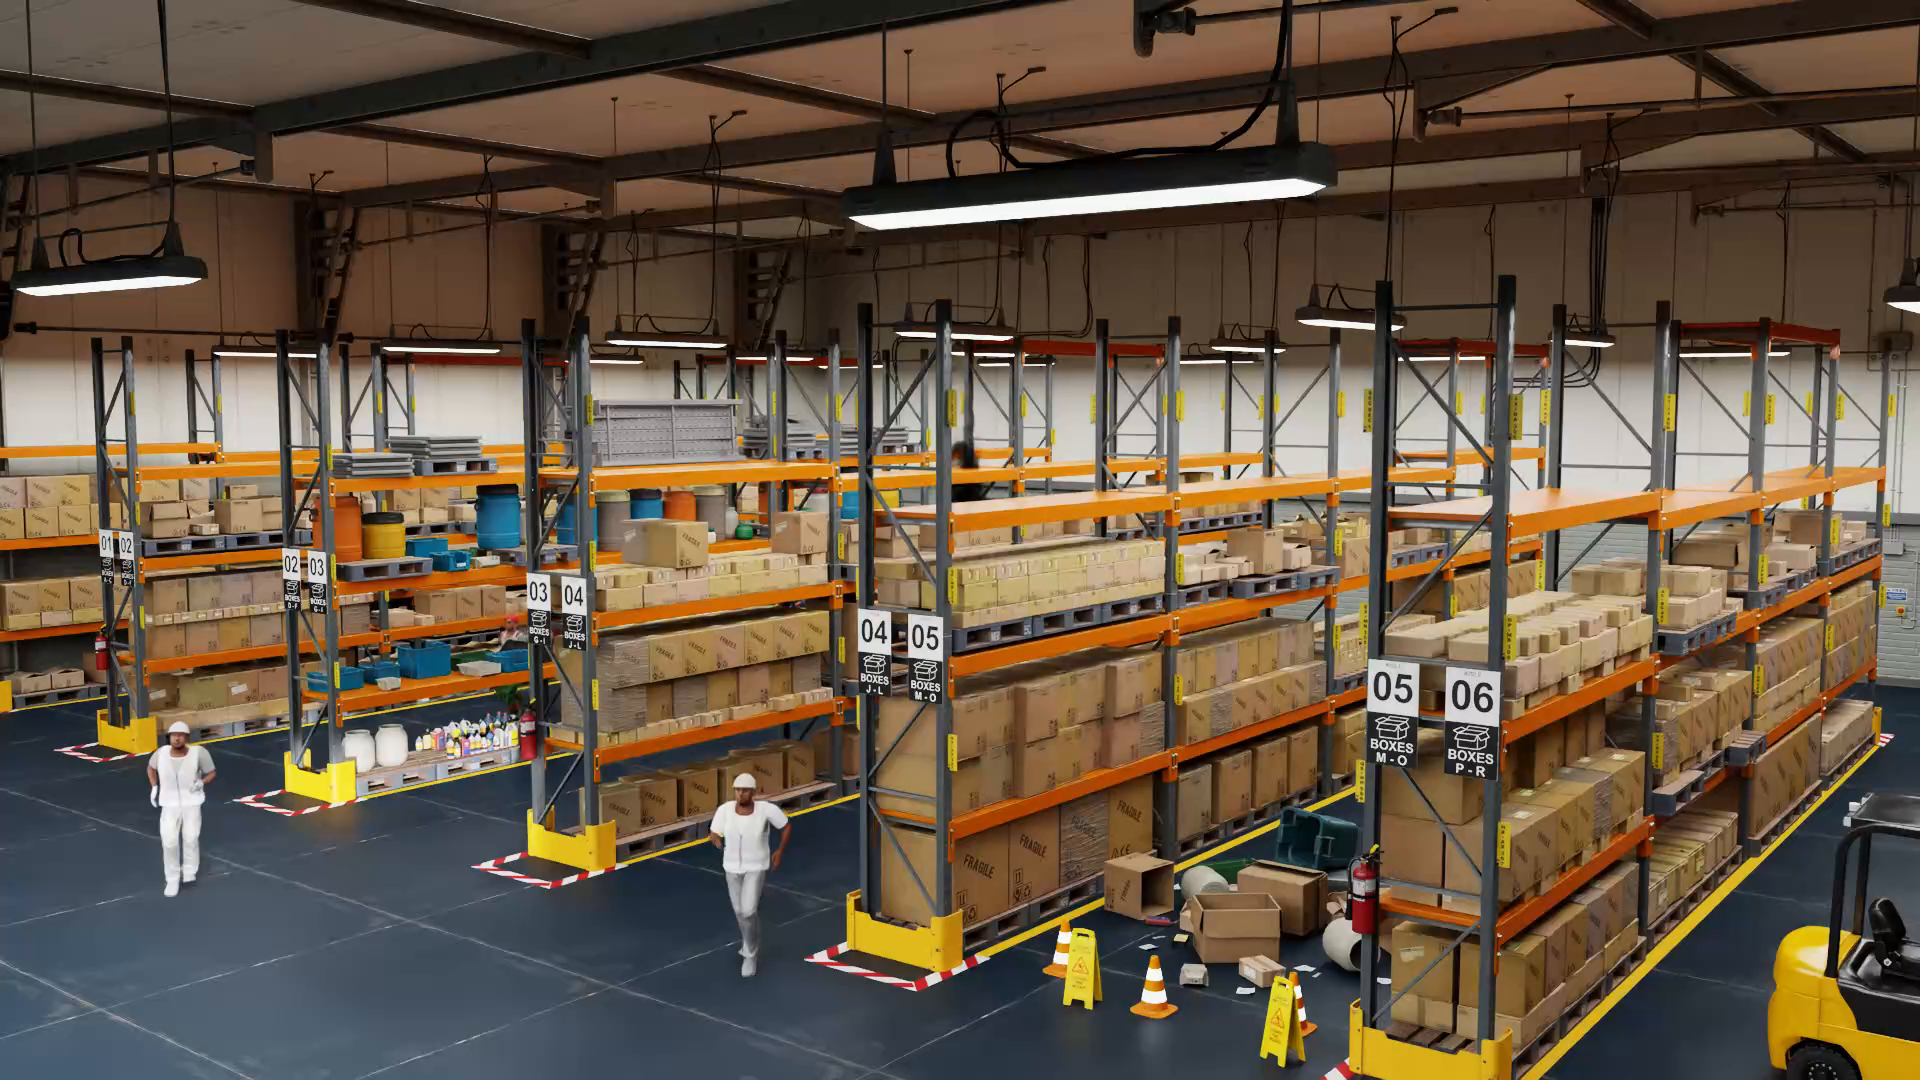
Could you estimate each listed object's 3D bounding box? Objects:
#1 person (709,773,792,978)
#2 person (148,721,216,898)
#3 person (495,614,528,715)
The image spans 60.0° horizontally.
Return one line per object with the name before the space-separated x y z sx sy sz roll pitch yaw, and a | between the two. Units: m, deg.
person | -1.919 2.991 14.986 0.694 1.814 0.731 1 5 14
person | -8.084 2.788 17.293 0.665 1.826 0.754 -2 5 -22
person | -7.035 2.026 26.192 0.657 1.743 0.605 2 6 25
